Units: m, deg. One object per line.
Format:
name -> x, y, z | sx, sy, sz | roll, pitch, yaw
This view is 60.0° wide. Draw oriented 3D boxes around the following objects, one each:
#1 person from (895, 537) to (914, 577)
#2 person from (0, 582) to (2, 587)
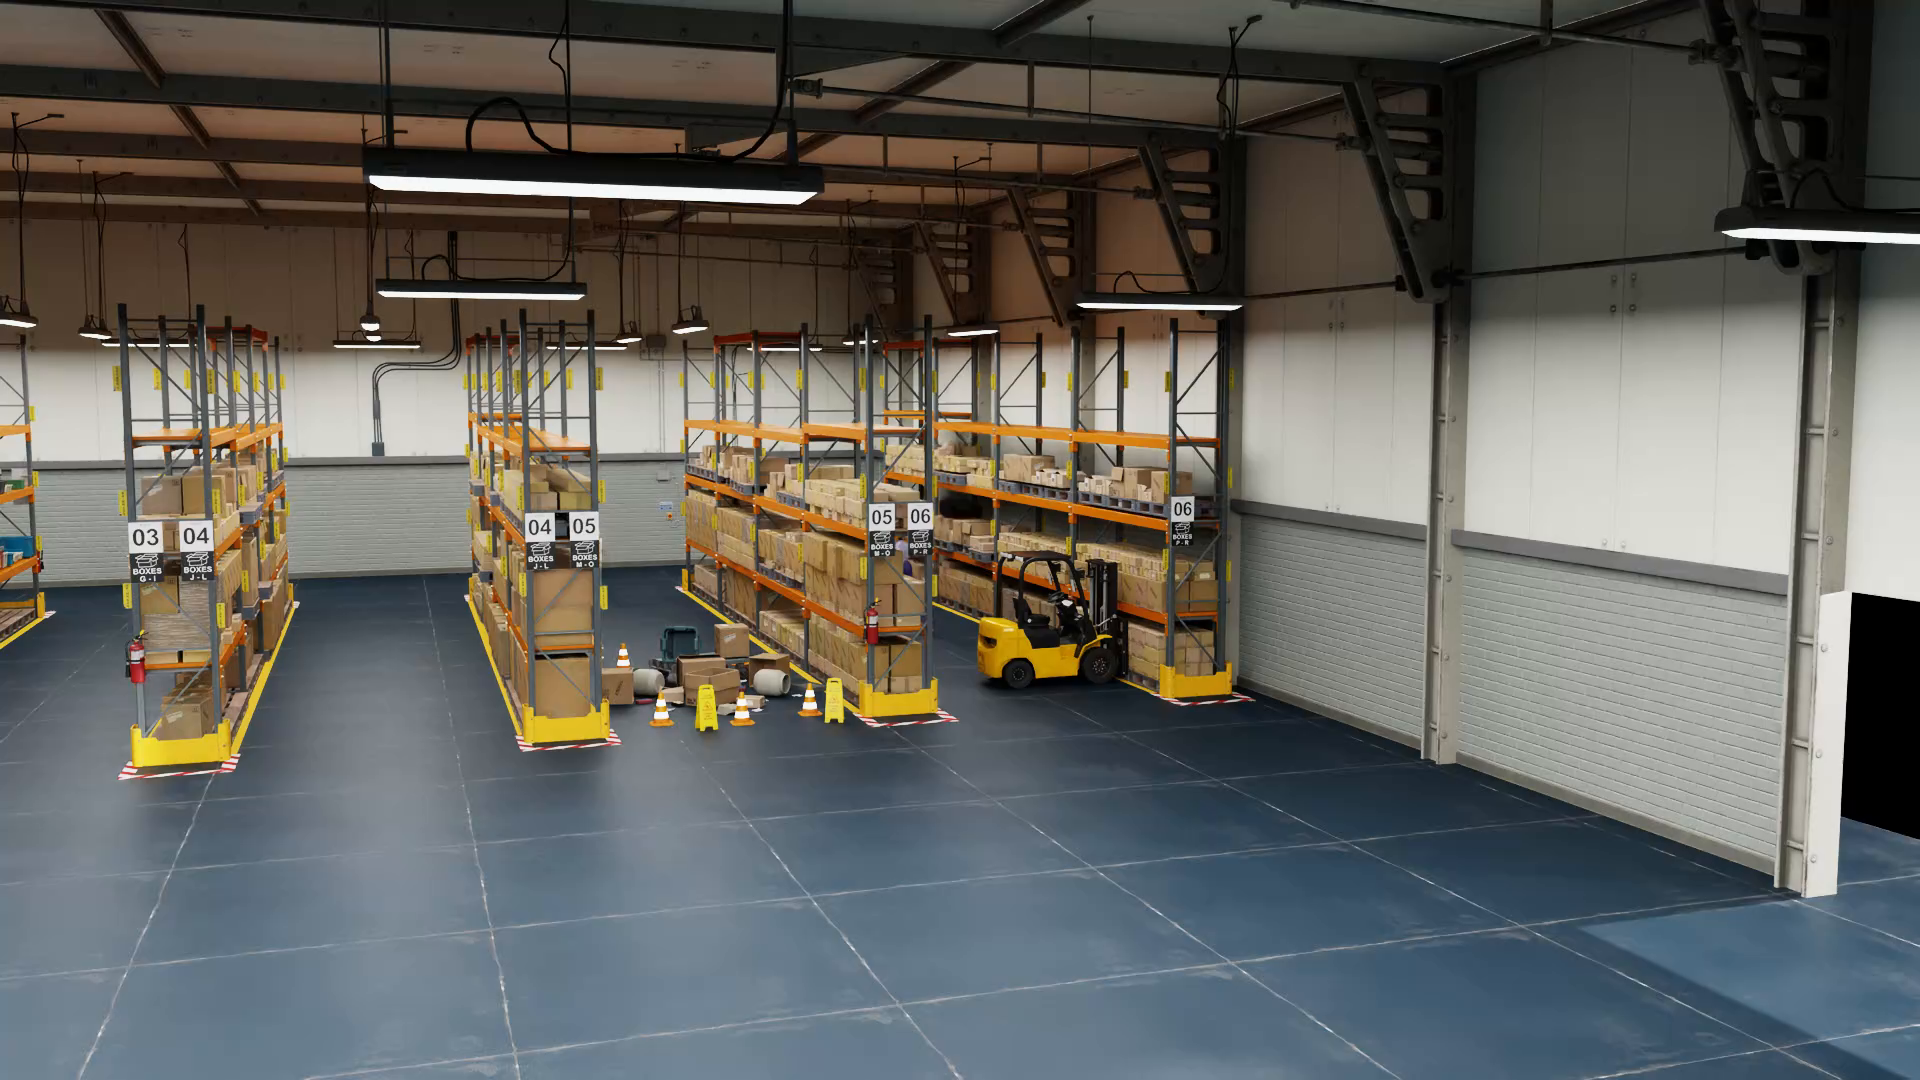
person -> -1.209, 0.686, 34.363 | 0.617, 1.747, 0.731 | -3, 6, -27
person -> -21.571, 0.641, 36.985 | 0.561, 1.699, 0.631 | -1, 5, -9
